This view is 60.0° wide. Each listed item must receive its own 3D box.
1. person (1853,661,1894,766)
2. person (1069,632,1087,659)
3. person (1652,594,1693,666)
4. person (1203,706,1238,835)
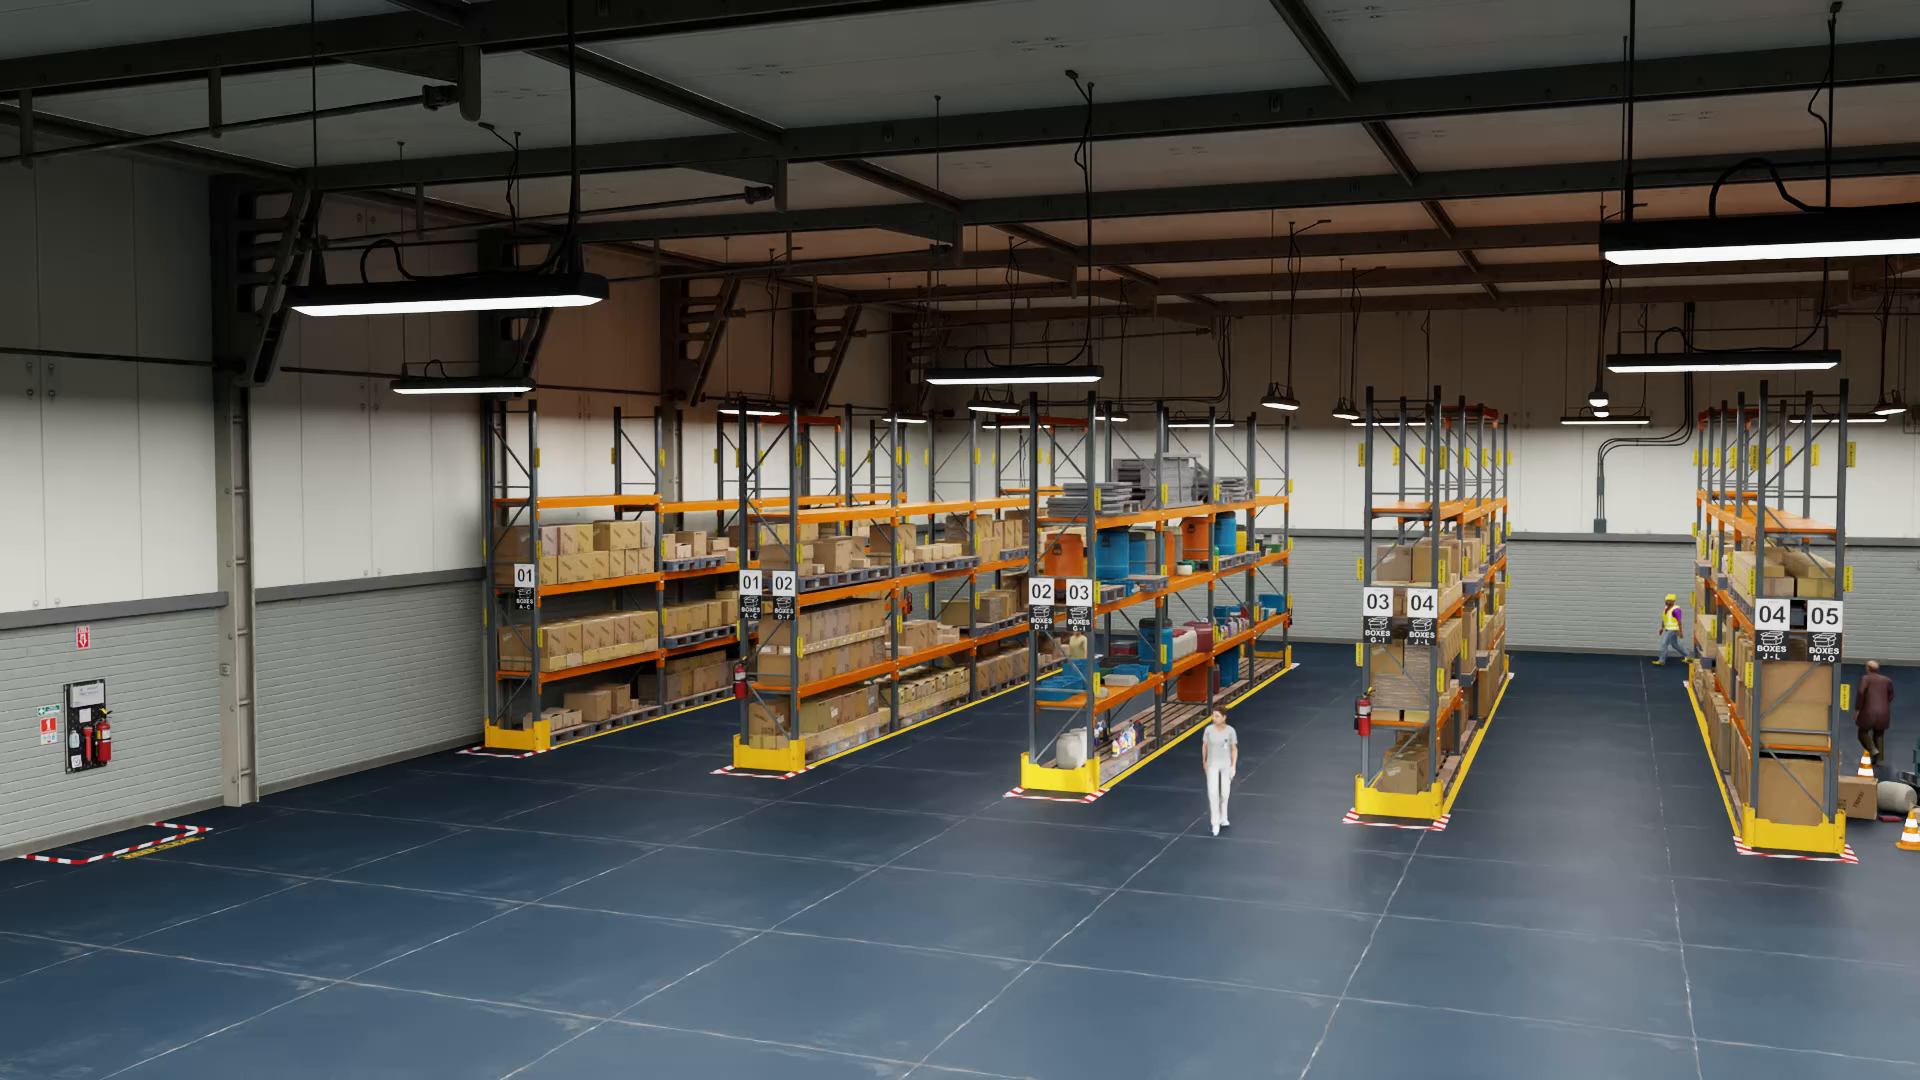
[{"bbox_3d":[14.944,2.827,27.133,0.633,1.673,0.823,1,3,13],"label":"person"},{"bbox_3d":[2.372,2.513,33.626,0.492,1.688,0.721,2,3,36],"label":"person"},{"bbox_3d":[17.170,2.161,40.076,1.021,1.729,0.573,0,3,3],"label":"person"},{"bbox_3d":[3.498,3.094,22.374,0.461,1.711,0.708,0,3,7],"label":"person"}]
